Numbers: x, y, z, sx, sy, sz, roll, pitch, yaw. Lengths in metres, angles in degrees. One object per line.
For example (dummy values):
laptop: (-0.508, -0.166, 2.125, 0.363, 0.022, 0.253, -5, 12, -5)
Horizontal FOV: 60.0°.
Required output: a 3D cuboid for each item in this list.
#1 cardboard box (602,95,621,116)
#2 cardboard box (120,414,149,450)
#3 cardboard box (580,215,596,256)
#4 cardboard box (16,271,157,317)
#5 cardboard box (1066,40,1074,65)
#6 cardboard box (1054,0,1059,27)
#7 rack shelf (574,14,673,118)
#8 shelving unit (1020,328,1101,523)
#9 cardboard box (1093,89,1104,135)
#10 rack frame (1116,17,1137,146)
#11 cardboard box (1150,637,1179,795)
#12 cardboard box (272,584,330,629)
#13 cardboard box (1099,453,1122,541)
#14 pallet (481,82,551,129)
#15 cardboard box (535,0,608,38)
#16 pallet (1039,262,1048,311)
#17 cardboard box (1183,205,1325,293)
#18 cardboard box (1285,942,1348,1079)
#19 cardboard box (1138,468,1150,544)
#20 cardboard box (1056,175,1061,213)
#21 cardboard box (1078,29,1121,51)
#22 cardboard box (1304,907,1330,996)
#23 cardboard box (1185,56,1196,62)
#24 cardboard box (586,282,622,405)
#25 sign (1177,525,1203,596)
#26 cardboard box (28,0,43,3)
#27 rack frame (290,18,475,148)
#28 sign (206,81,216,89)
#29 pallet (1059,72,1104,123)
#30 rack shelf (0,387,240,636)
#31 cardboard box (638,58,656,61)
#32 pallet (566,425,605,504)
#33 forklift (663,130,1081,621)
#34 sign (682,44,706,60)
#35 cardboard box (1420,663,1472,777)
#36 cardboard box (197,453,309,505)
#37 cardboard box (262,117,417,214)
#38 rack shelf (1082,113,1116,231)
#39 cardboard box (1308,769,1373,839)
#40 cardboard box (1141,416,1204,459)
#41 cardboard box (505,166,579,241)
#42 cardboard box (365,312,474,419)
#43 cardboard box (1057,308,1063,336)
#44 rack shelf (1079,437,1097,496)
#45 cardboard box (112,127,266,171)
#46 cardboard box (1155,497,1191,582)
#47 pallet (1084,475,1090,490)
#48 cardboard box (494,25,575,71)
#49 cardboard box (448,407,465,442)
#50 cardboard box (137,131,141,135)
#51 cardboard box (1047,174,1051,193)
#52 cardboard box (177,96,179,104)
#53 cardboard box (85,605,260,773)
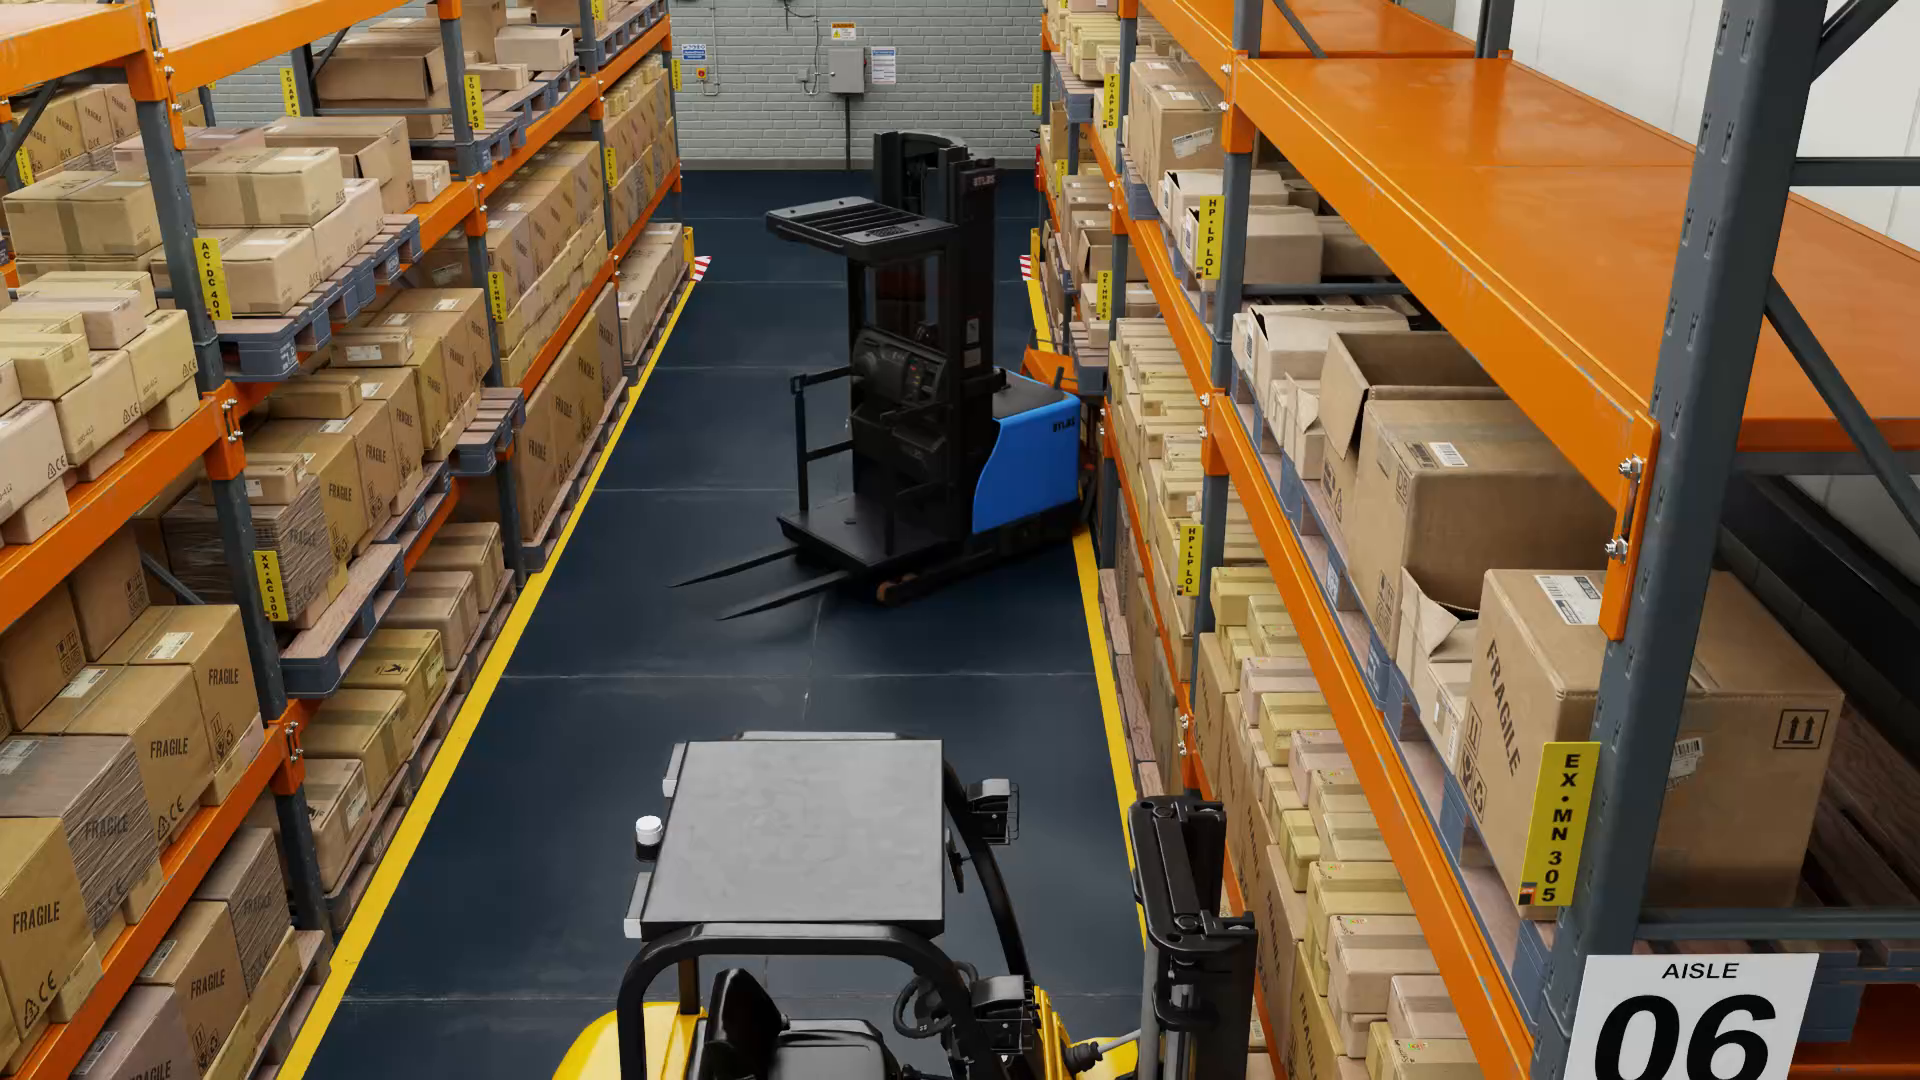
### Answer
cardboard box: (-3.288, -3.942, 15.088, 0.380, 0.149, 0.250, 0, 24, -1)
cardboard box: (-3.228, -0.424, 6.095, 0.380, 0.149, 0.250, 0, 24, 0)
cardboard box: (-3.278, -2.474, 13.539, 0.500, 0.250, 0.500, 0, 24, 1)
cardboard box: (-3.229, -0.891, 6.160, 0.380, 0.149, 0.250, 0, 24, 1)
cardboard box: (1.017, -3.774, 12.871, 0.380, 0.149, 0.250, 0, 24, 0)
cardboard box: (1.161, -4.990, 15.707, 0.500, 0.250, 0.500, -1, 24, -1)
rack shelf: (-3.560, -4.564, 15.818, 1.077, 0.370, 4.000, 0, 24, -1)
shelving unit: (0.739, -0.876, 12.515, 0.538, 1.125, 1.048, 9, 21, -13)
cardboard box: (1.208, -2.999, 11.666, 0.500, 0.250, 0.500, 0, 24, -1)
rack frame: (1.469, -3.810, 9.638, 1.000, 3.000, 0.127, 0, 24, -1)
cardboard box: (1.494, 0.927, 8.815, 0.875, 0.625, 0.625, 0, 24, -1)
cardboard box: (-3.141, 0.289, 7.649, 0.380, 0.149, 0.250, 0, 24, 0)
cardboard box: (1.249, -0.302, 11.686, 0.500, 0.500, 0.500, 0, 24, 1)
pallet: (-3.570, -3.059, 11.847, 1.003, 0.211, 1.213, 1, 24, 2)
cardboard box: (-3.335, -4.594, 14.258, 0.500, 0.500, 0.500, 0, 24, 0)
pallet: (1.392, -2.743, 17.942, 1.003, 0.211, 1.213, 0, 24, -1)
cardboard box: (1.261, -1.289, 7.180, 0.500, 0.311, 0.500, -1, 24, -2)
cardboard box: (1.286, 1.548, 4.950, 0.500, 0.500, 0.500, -1, 24, -2)
cardboard box: (1.246, -0.191, 9.098, 0.500, 0.250, 0.500, 1, 24, 1)
cardboard box: (1.155, -3.207, 15.406, 0.500, 0.250, 0.500, 0, 24, 0)
cardboard box: (1.072, -3.694, 12.334, 0.380, 0.149, 0.250, 0, 24, 0)
cardboard box: (1.233, 1.209, 4.913, 0.380, 0.149, 0.250, 0, 24, 0)
cardboard box: (1.712, -3.162, 11.181, 0.380, 0.149, 0.250, 1, 24, 1)
cardboard box: (-3.452, -1.669, 14.253, 0.875, 0.875, 0.875, 0, 24, 1)
sign: (0.970, 0.087, 6.993, 0.100, 0.325, 0.005, 0, 24, -1)
cardboard box: (-8.234, -4.789, 14.533, 0.380, 0.149, 0.250, -1, 24, -2)
rack frame: (-3.495, -3.786, 9.585, 1.000, 3.000, 0.127, 0, 24, -1)
sign: (-7.976, -4.951, 17.652, 0.100, 0.325, 0.005, 0, 24, -1)
pallet: (1.376, -3.310, 12.399, 1.213, 0.211, 1.003, 0, 24, -1)
rack shelf: (-3.429, 0.381, 4.885, 1.077, 0.370, 4.000, 0, 24, -1)
cardboard box: (-3.351, -4.895, 17.194, 0.380, 0.149, 0.250, 0, 24, 0)
pallet: (-3.438, -0.609, 13.224, 1.003, 0.211, 1.213, 0, 24, -1)
forklift: (-0.580, -1.134, 11.085, 3.031, 2.935, 1.130, -19, 31, -36)
sign: (-3.716, -6.821, 23.247, 0.327, 0.218, 0.001, 0, 24, -1)
cardboard box: (1.243, 0.391, 3.664, 0.380, 0.149, 0.250, -1, 24, -2)
cardboard box: (-3.103, -0.268, 7.307, 0.380, 0.149, 0.250, 0, 24, -1)
cardboard box: (-3.494, -2.074, 9.319, 0.700, 0.500, 0.500, 0, 24, -1)
rack shelf: (1.447, -2.940, 12.226, 1.077, 0.370, 4.000, 0, 24, -1)
cardboard box: (1.333, 0.861, 5.321, 0.380, 0.149, 0.250, 0, 24, 0)
cardboard box: (1.162, -0.545, 8.789, 0.380, 0.149, 0.250, -1, 24, -2)
cardboard box: (-3.284, -2.597, 12.901, 0.500, 0.500, 0.500, 0, 24, 1)
cardboard box: (-3.195, -1.026, 9.770, 0.500, 0.500, 0.500, -1, 24, -1)
cardboard box: (1.121, -2.046, 15.825, 0.396, 0.266, 0.258, 1, 24, 1)
rack shelf: (0.684, -0.653, 12.599, 0.538, 0.278, 1.000, 9, 21, -13)
cardboard box: (-3.618, -1.781, 7.856, 0.500, 0.250, 0.500, 0, 24, 0)
cardboard box: (1.238, -0.001, 8.071, 0.500, 0.250, 0.500, -1, 24, -2)
pallet: (1.488, -0.615, 13.238, 1.003, 0.211, 1.213, 0, 24, -1)
cardboard box: (-3.319, -3.856, 12.978, 0.500, 0.311, 0.500, 0, 24, -1)
cardboard box: (-3.138, -0.678, 9.788, 0.380, 0.149, 0.250, -1, 24, -3)
cardboard box: (-8.253, -3.861, 16.549, 0.500, 0.500, 0.500, 0, 24, 0)
cardboard box: (1.075, -3.591, 16.738, 0.380, 0.149, 0.250, -1, 24, -2)
cardboard box: (-8.272, -4.526, 16.805, 0.500, 0.500, 0.500, -1, 24, -2)
cardboard box: (-3.198, 0.596, 6.693, 0.500, 0.500, 0.500, -1, 24, -2)
